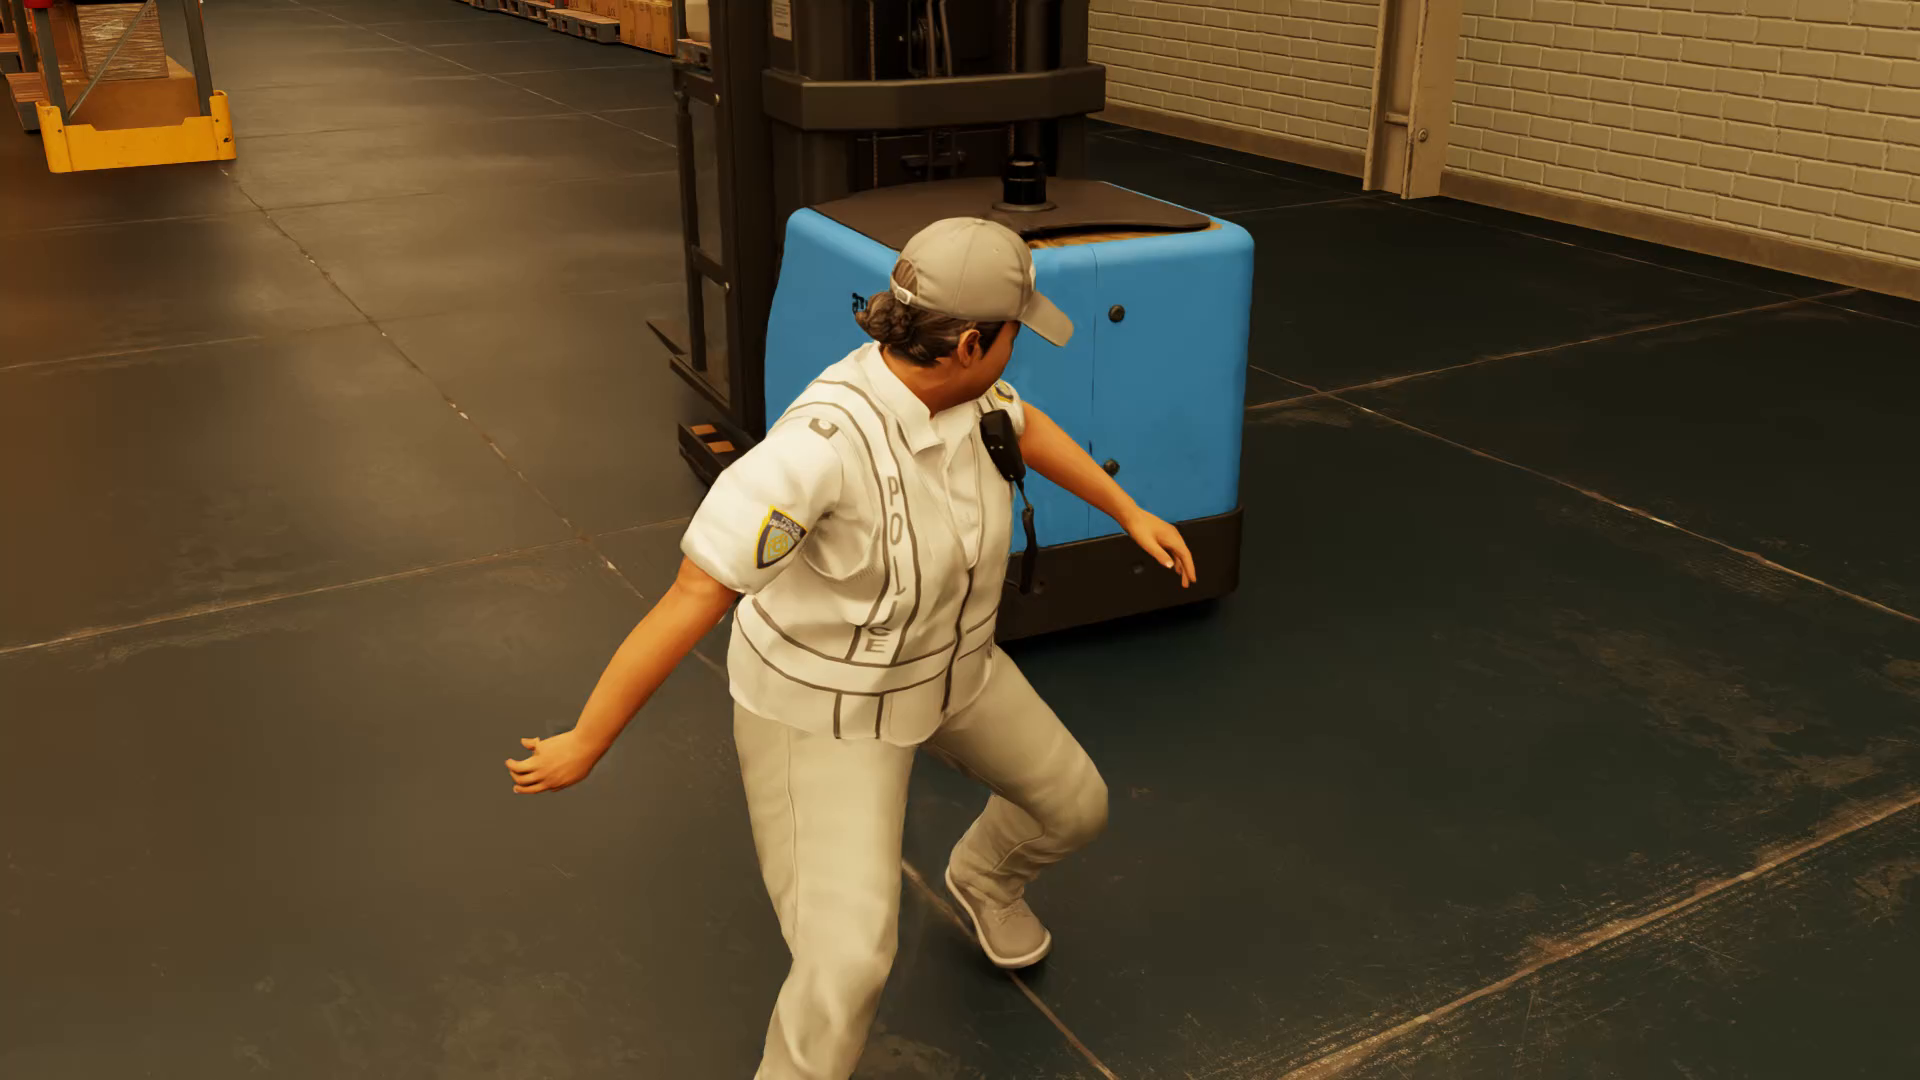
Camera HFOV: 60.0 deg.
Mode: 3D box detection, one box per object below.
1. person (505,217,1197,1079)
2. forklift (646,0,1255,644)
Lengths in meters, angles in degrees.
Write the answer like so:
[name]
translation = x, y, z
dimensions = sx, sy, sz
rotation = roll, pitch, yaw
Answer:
[person]
translation = -0.129, 0.307, 2.573
dimensions = 0.538, 1.625, 1.025
rotation = 18, 28, 37
[forklift]
translation = -0.313, -1.584, 5.135
dimensions = 1.130, 2.935, 3.031
rotation = -10, 24, -23
